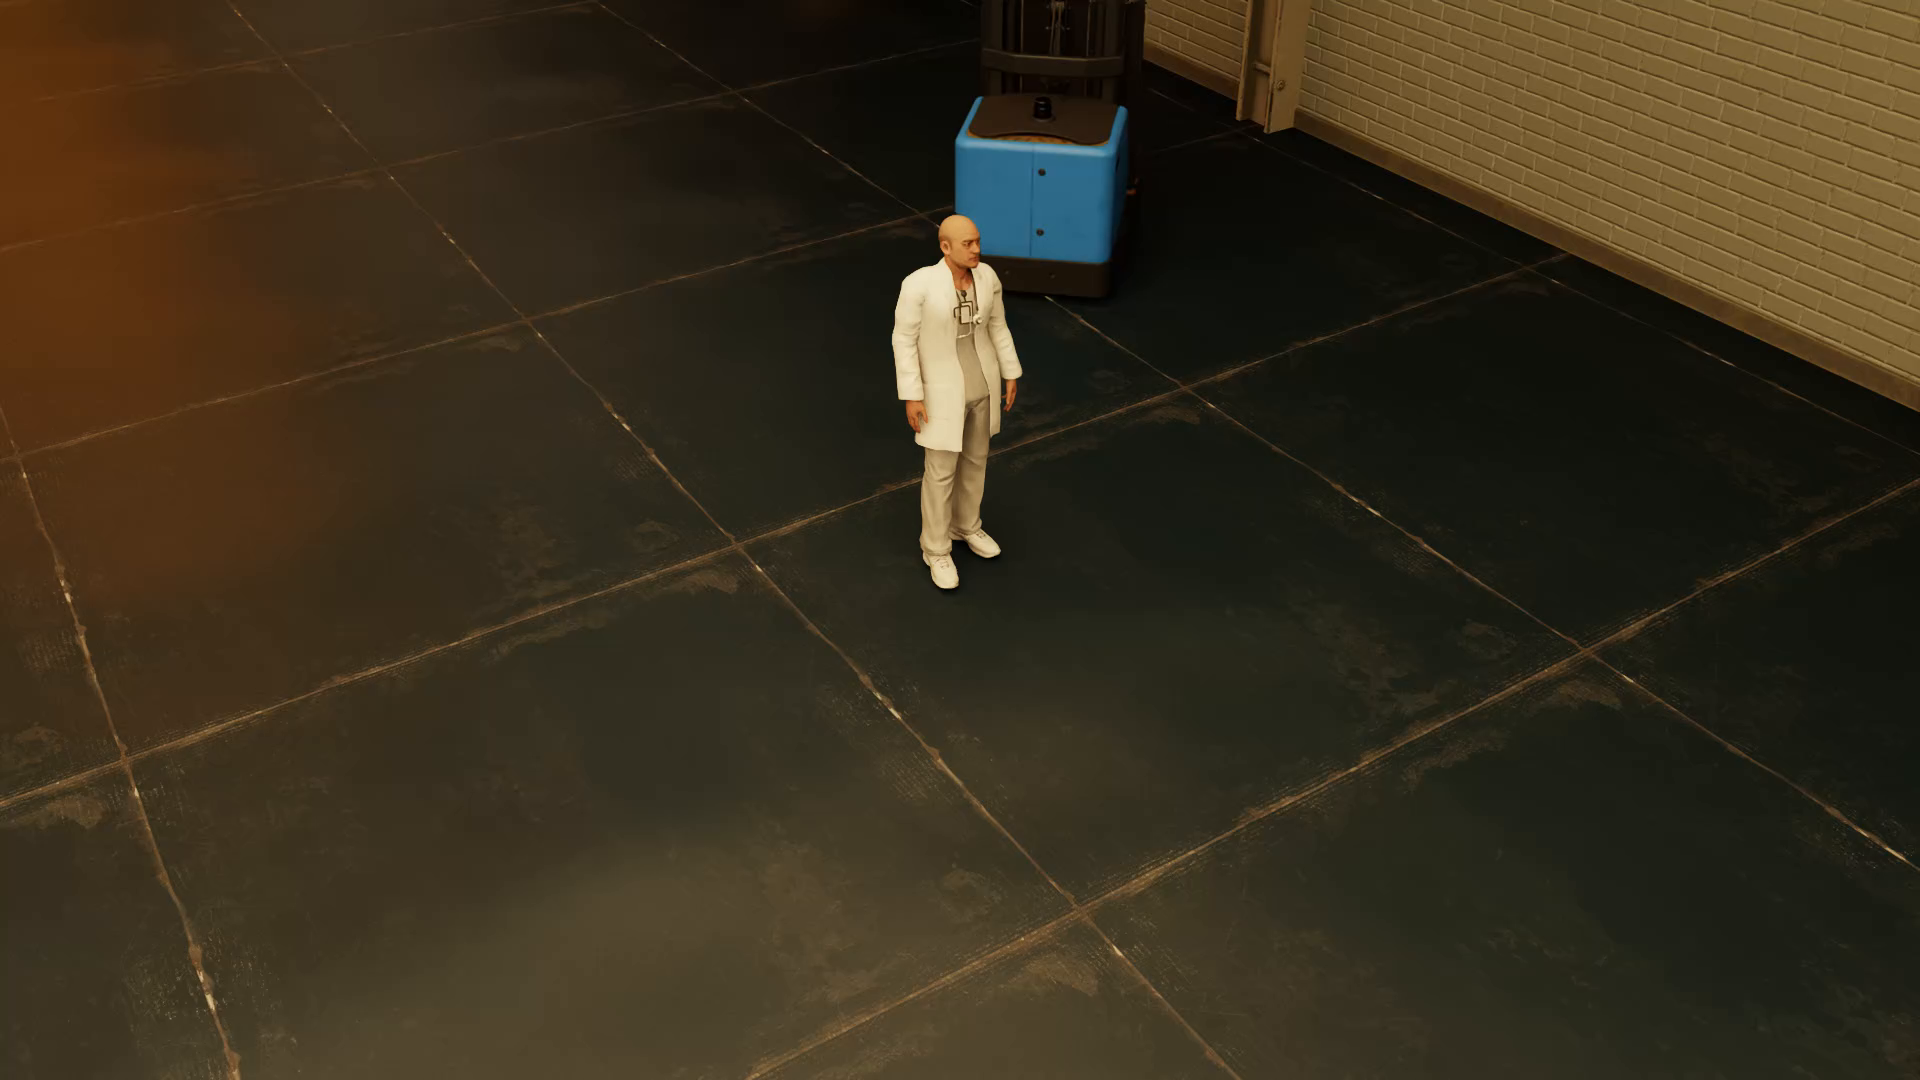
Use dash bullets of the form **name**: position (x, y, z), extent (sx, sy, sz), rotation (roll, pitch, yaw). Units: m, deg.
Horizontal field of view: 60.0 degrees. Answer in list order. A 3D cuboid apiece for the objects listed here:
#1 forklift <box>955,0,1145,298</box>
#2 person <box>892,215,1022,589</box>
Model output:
- **forklift**: position (0.728, -3.615, 11.293), extent (1.130, 2.935, 3.031), rotation (6, 36, 9)
- **person**: position (0.045, -0.688, 8.118), extent (0.694, 1.775, 0.581), rotation (-21, 40, -27)
